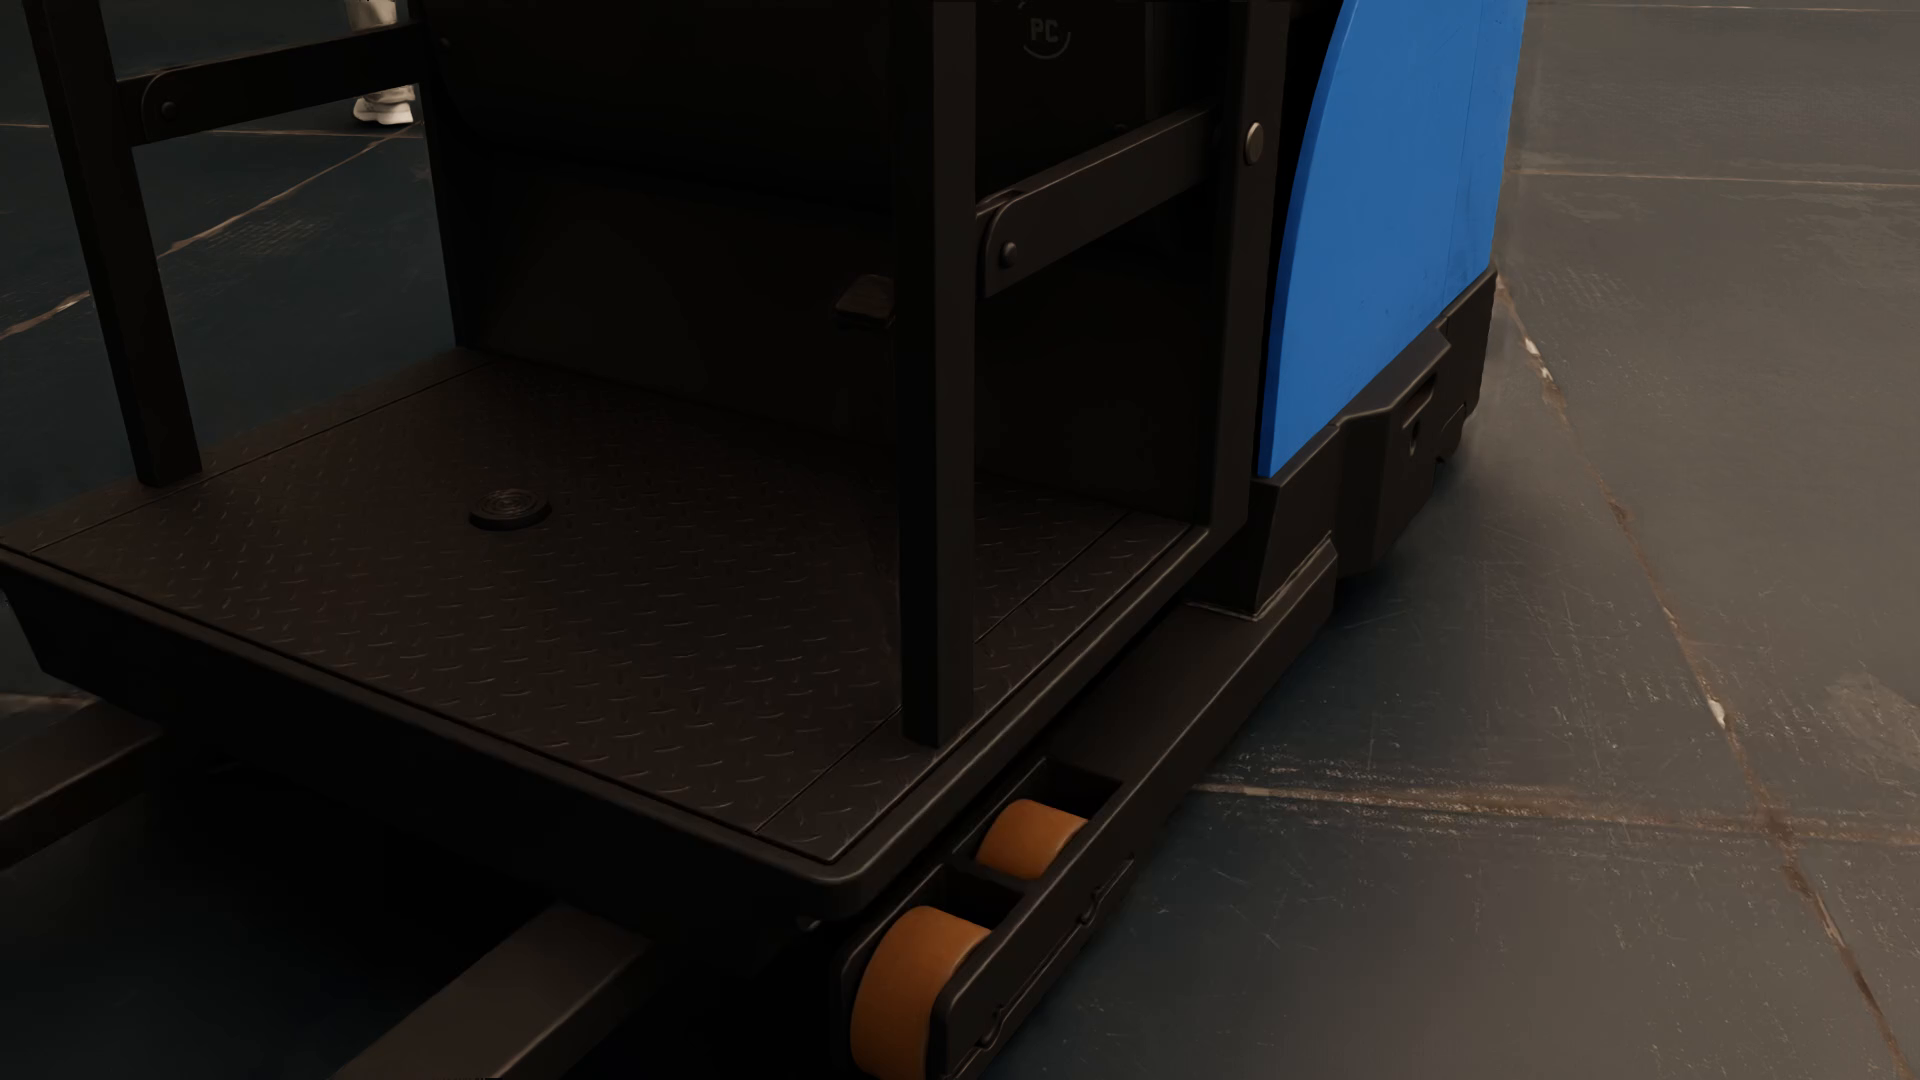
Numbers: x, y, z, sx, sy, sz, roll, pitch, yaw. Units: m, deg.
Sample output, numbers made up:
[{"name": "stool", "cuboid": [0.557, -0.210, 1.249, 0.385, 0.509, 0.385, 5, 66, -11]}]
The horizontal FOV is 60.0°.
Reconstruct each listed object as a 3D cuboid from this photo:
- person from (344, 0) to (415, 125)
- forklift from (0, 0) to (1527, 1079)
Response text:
[{"name": "person", "cuboid": [-1.664, -2.015, 4.672, 0.525, 1.685, 0.493, -14, 30, -25]}, {"name": "forklift", "cuboid": [-0.309, -1.047, 1.315, 1.130, 2.935, 3.031, 15, 30, 27]}]
